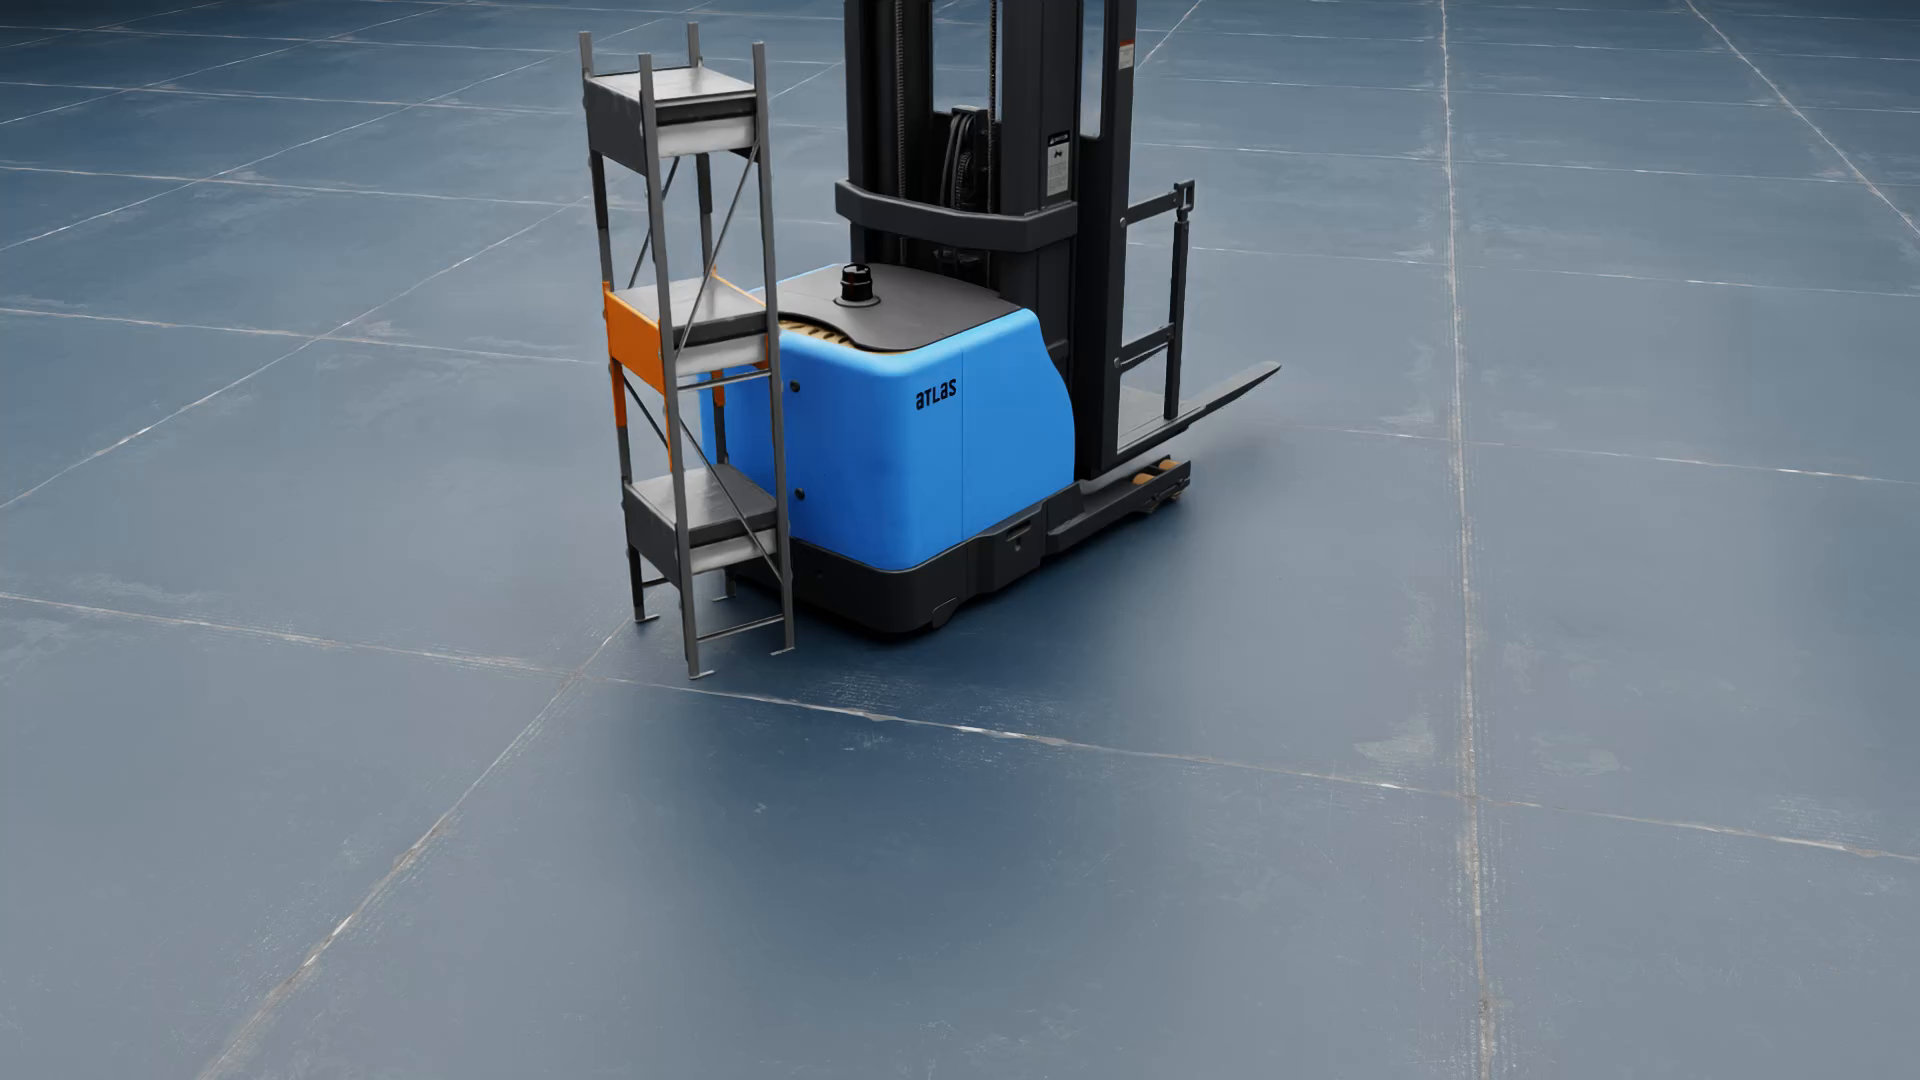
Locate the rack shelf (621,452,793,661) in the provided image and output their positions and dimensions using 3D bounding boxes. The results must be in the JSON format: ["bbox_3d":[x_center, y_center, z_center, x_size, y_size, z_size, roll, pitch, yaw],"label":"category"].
[{"bbox_3d":[-0.891,0.046,5.870,0.431,0.518,0.480,-15,29,-29],"label":"rack shelf"}]

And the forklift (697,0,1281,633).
[{"bbox_3d":[0.335,-1.556,6.609,1.130,2.935,3.031,19,32,35],"label":"forklift"}]

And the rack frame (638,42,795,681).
[{"bbox_3d":[-0.762,-0.509,5.376,0.400,2.100,0.015,-15,29,-29],"label":"rack frame"}]

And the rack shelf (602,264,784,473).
[{"bbox_3d":[-0.891,-0.586,5.569,0.431,0.518,0.480,-15,29,-29],"label":"rack shelf"}]

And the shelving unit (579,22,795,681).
[{"bbox_3d":[-0.891,-0.598,5.563,0.431,2.100,0.503,-15,29,-29],"label":"shelving unit"}]

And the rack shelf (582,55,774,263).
[{"bbox_3d":[-0.892,-1.217,5.267,0.431,0.518,0.480,-15,29,-29],"label":"rack shelf"}]

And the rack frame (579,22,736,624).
[{"bbox_3d":[-1.021,-0.687,5.749,0.400,2.100,0.015,-15,29,-29],"label":"rack frame"}]
